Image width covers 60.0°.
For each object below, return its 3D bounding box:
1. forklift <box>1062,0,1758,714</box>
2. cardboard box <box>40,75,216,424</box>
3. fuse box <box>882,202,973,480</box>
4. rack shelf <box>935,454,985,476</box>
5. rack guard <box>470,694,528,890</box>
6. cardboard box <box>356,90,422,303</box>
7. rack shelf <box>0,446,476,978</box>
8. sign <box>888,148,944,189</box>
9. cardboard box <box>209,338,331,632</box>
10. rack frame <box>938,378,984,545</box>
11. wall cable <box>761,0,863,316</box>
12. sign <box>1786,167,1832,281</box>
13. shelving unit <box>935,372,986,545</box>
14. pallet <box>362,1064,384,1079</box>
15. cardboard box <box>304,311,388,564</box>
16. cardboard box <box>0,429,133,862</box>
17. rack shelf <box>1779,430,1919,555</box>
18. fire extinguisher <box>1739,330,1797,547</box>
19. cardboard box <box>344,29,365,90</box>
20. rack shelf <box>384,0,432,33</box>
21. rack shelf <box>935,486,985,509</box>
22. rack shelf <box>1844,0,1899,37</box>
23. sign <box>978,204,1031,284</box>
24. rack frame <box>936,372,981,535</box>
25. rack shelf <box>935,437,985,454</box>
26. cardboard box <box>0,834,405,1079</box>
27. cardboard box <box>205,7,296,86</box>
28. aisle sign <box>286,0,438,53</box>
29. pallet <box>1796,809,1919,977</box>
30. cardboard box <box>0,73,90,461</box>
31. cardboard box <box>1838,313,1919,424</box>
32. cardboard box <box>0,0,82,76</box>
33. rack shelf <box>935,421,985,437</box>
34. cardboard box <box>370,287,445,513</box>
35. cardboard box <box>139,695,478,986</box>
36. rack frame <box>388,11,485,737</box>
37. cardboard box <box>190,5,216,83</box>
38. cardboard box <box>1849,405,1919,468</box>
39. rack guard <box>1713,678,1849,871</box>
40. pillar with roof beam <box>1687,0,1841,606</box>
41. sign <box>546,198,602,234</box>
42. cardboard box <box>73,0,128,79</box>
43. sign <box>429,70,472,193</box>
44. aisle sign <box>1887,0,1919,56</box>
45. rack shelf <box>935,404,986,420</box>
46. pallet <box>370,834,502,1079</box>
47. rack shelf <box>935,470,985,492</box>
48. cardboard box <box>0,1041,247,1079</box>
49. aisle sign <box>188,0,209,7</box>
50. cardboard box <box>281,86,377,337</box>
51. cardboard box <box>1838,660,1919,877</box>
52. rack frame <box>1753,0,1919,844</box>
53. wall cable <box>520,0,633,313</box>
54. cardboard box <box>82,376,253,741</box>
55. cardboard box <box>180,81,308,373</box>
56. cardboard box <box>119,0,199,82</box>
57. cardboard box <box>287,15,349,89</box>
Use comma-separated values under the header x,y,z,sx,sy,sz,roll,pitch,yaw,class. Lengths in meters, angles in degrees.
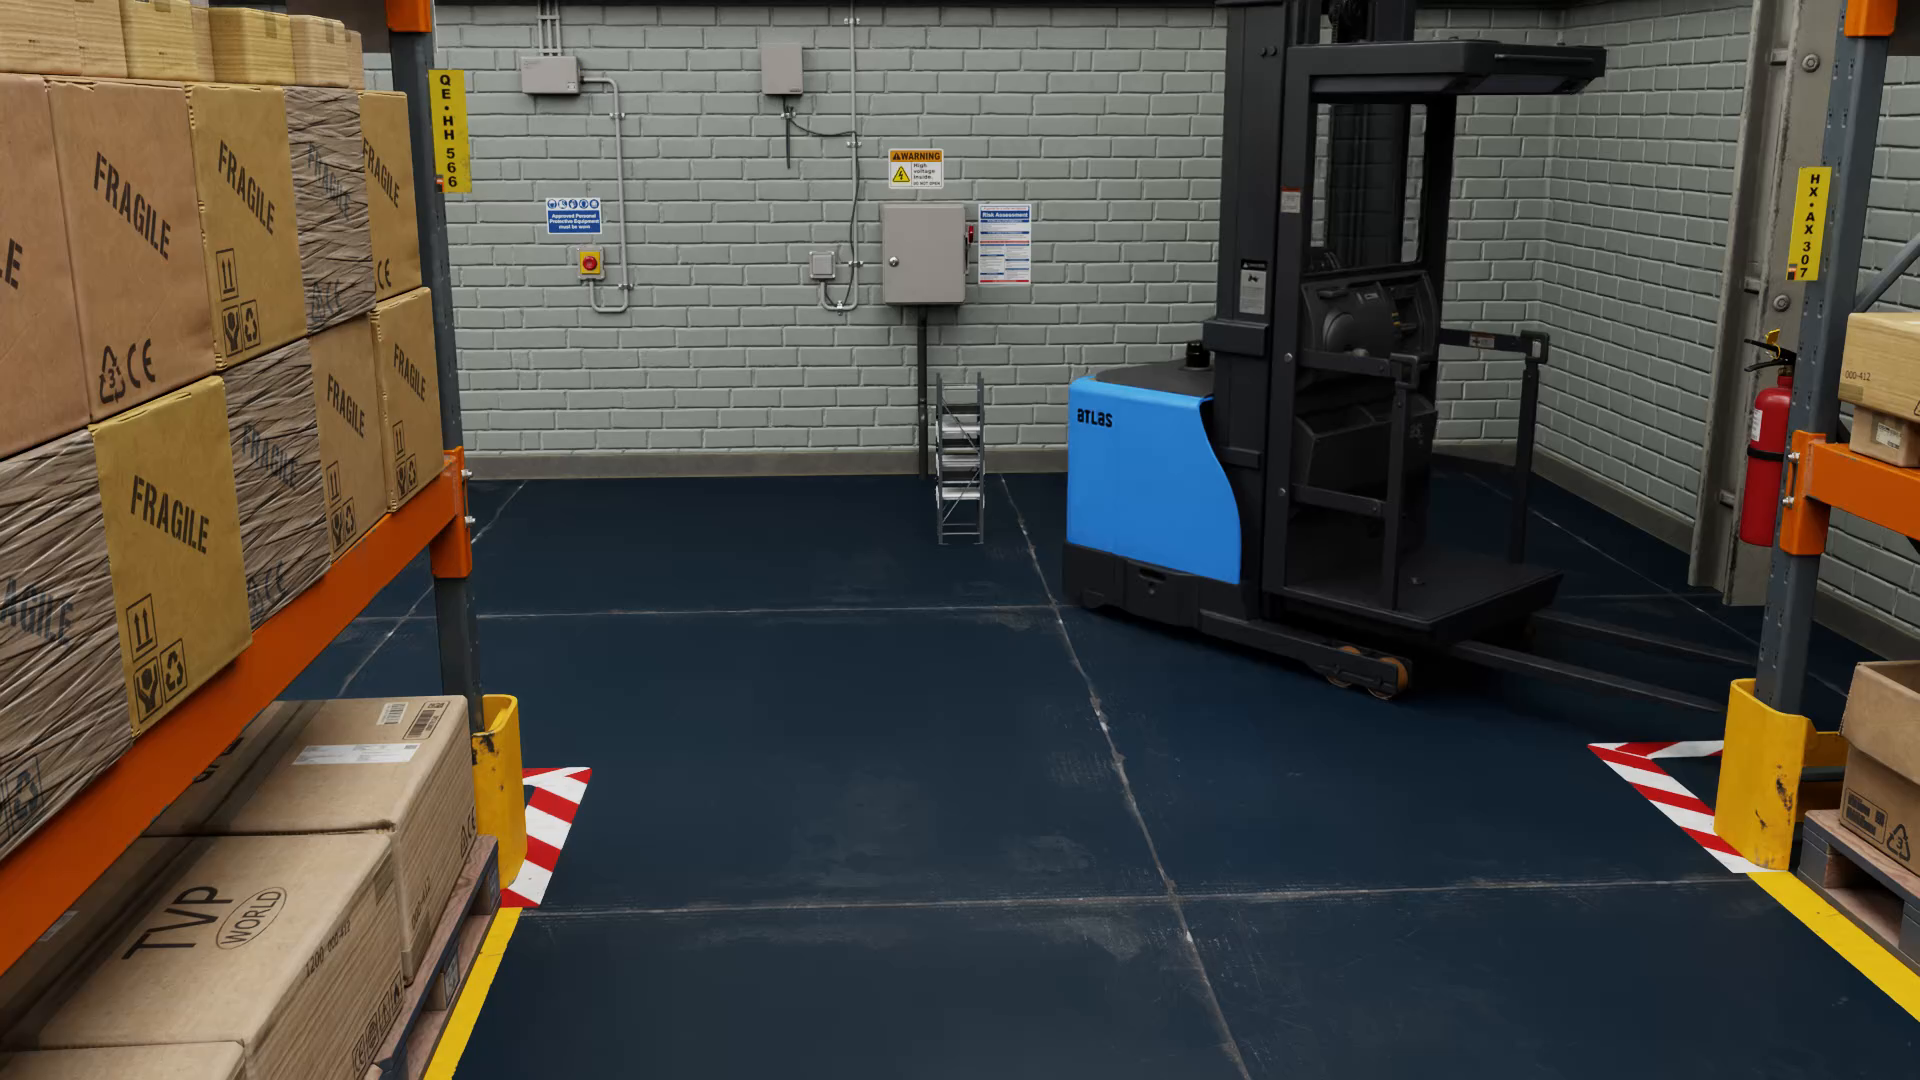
x,y,z,sx,sy,sz,roll,pitch,yaw,class
1.859,-0.934,6.773,1.130,2.935,3.031,-13,20,-42,forklift
-1.549,-0.471,2.631,0.500,0.500,0.500,-1,14,-4,cardboard box
-0.202,-1.207,10.282,0.539,1.711,0.414,-1,14,-3,fuse box
-0.001,-0.406,8.930,0.258,0.077,0.200,-1,14,-3,rack shelf
-1.936,0.772,5.022,1.175,0.500,0.348,-1,14,-3,rack guard
-1.667,-0.849,4.099,0.500,0.500,0.500,0,14,-2,cardboard box
-1.811,0.413,2.844,1.077,0.370,4.000,-1,14,-3,rack shelf
-0.270,-2.281,10.215,0.339,0.242,0.001,-1,14,-3,sign
-1.583,-0.112,3.242,0.500,0.500,0.500,0,14,-2,cardboard box
0.006,-0.413,8.824,0.240,0.900,0.006,-1,14,-3,rack frame
-0.892,-2.351,10.106,0.588,1.984,0.122,-1,14,-3,wall cable
2.478,-0.921,4.848,0.100,0.325,0.005,-1,14,-3,sign
-0.001,-0.438,8.922,0.258,0.900,0.210,-1,14,-3,shelving unit
-1.734,1.418,3.090,1.003,0.211,1.213,-1,14,-3,pallet
-1.624,-0.240,3.738,0.500,0.500,0.500,-1,14,-5,cardboard box
-1.506,0.144,2.245,0.500,0.500,0.500,-1,14,-3,cardboard box
3.143,0.336,3.145,1.077,0.370,4.000,-1,14,-3,rack shelf
2.549,-0.321,5.159,0.296,0.674,0.183,-1,14,-3,fire extinguisher
-1.712,-1.193,4.135,0.380,0.149,0.250,-1,14,-3,cardboard box
-1.811,-1.039,2.470,1.077,0.370,4.000,-1,14,-3,rack shelf
-0.001,-0.231,8.975,0.258,0.077,0.200,-1,14,-3,rack shelf
3.143,-1.117,2.771,1.077,0.370,4.000,-1,14,-3,rack shelf
0.279,-1.844,10.363,0.329,0.494,0.001,-1,14,-3,sign
-0.007,-0.463,9.020,0.240,0.900,0.006,-1,14,-3,rack frame
-0.001,-0.493,8.908,0.258,0.077,0.200,-1,14,-3,rack shelf
-1.729,0.995,3.438,0.875,0.438,0.875,0,14,-2,cardboard box
-1.598,-1.004,3.400,0.380,0.149,0.250,-1,14,-2,cardboard box
-1.630,-1.714,4.452,0.394,0.787,0.004,-1,14,-3,aisle sign
3.074,1.058,4.492,1.003,0.211,1.213,-1,14,-3,pallet
-1.520,-0.346,2.143,0.500,0.500,0.500,-1,14,-2,cardboard box
2.779,-0.464,4.516,0.500,0.250,0.500,-1,14,-3,cardboard box
-1.523,-0.746,2.397,0.380,0.149,0.250,-1,14,-3,cardboard box
-0.001,-0.580,8.886,0.258,0.077,0.200,-1,14,-3,rack shelf
-1.640,-0.365,4.224,0.500,0.500,0.500,-1,14,-3,cardboard box
-1.794,0.768,4.322,0.875,0.438,0.875,-1,14,-5,cardboard box
-1.935,-0.432,4.687,1.000,3.000,0.127,-1,14,-3,rack frame
-1.653,-0.938,3.143,0.380,0.149,0.250,-1,14,-4,cardboard box
2.766,-0.302,4.686,0.380,0.149,0.250,-1,14,-4,cardboard box
3.024,0.719,5.227,1.175,0.500,0.348,-1,14,-3,rack guard
-0.545,-4.033,6.643,9.100,9.000,0.400,-1,14,-3,pillar with roof beam
-2.359,-1.980,10.159,0.327,0.218,0.001,-1,14,-3,sign
-1.581,-0.811,2.650,0.380,0.149,0.250,0,14,-2,cardboard box
-1.392,-1.113,4.533,0.100,0.325,0.005,-1,14,-3,sign
2.722,-1.781,4.713,0.394,0.787,0.004,-1,14,-3,aisle sign
-0.001,-0.667,8.863,0.258,0.077,0.200,-1,14,-3,rack shelf
-1.807,1.116,4.267,1.003,0.211,1.213,-1,14,-3,pallet
-0.001,-0.318,8.953,0.258,0.077,0.200,-1,14,-3,rack shelf
-1.675,1.219,2.566,0.875,0.438,0.875,-1,14,-5,cardboard box
-2.228,-1.705,4.416,0.394,0.787,0.004,-1,14,-3,aisle sign
-1.605,-0.719,3.595,0.500,0.500,0.500,-1,14,-3,cardboard box
2.963,0.649,4.651,0.797,0.503,0.637,-1,15,-6,cardboard box
3.019,-0.510,4.989,1.000,3.000,0.127,-1,14,-3,rack frame
-2.307,-2.342,10.006,0.585,1.953,0.123,-1,14,-3,wall cable
-1.538,0.016,2.743,0.500,0.500,0.500,0,14,-2,cardboard box
-1.578,-0.596,3.117,0.500,0.500,0.500,-1,14,-4,cardboard box
-1.579,-0.877,2.904,0.380,0.149,0.250,-1,14,-2,cardboard box
-1.573,-1.067,3.646,0.380,0.149,0.250,-1,14,-4,cardboard box
